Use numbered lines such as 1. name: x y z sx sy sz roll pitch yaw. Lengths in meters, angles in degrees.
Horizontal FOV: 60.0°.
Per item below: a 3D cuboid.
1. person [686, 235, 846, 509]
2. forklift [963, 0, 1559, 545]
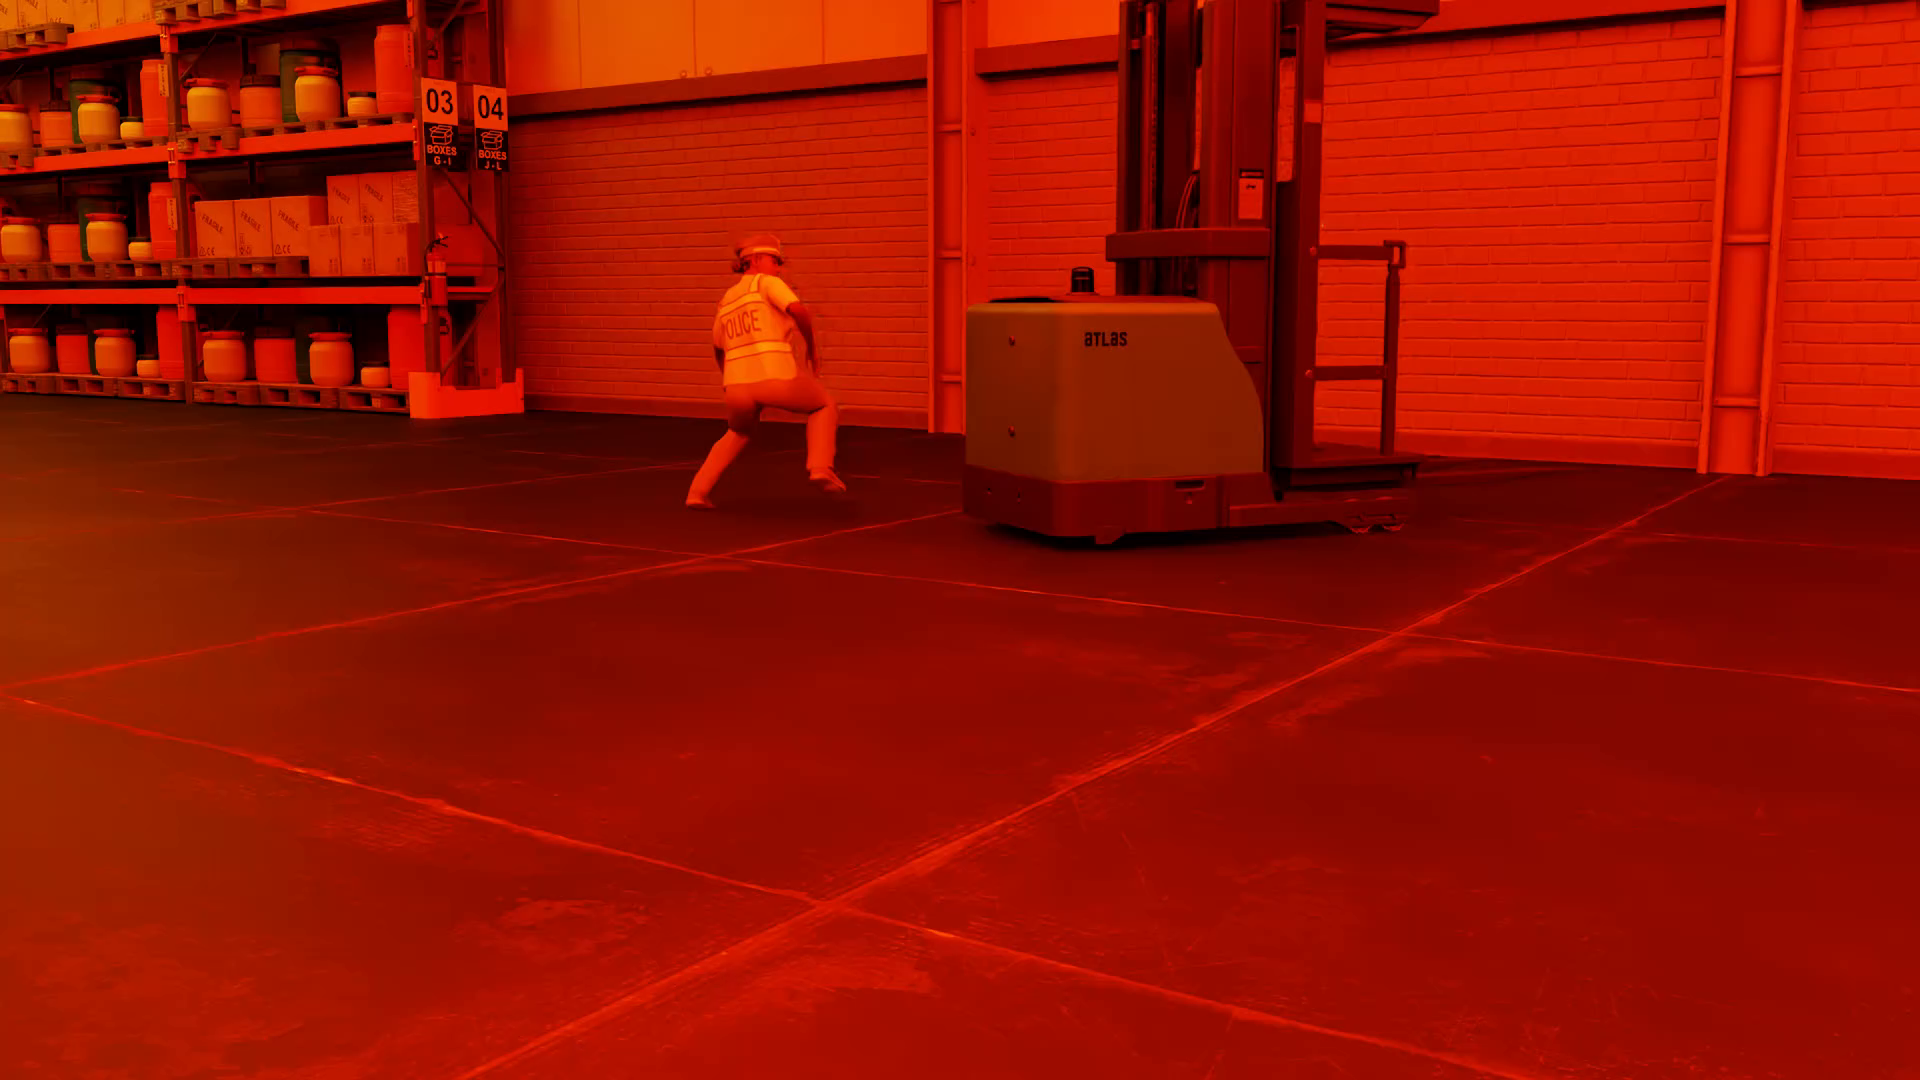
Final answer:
1. person: -1.027 -0.835 8.613 0.844 1.471 0.676 4 9 24
2. forklift: 1.573 -1.544 8.051 3.031 2.935 1.130 -4 9 -25
